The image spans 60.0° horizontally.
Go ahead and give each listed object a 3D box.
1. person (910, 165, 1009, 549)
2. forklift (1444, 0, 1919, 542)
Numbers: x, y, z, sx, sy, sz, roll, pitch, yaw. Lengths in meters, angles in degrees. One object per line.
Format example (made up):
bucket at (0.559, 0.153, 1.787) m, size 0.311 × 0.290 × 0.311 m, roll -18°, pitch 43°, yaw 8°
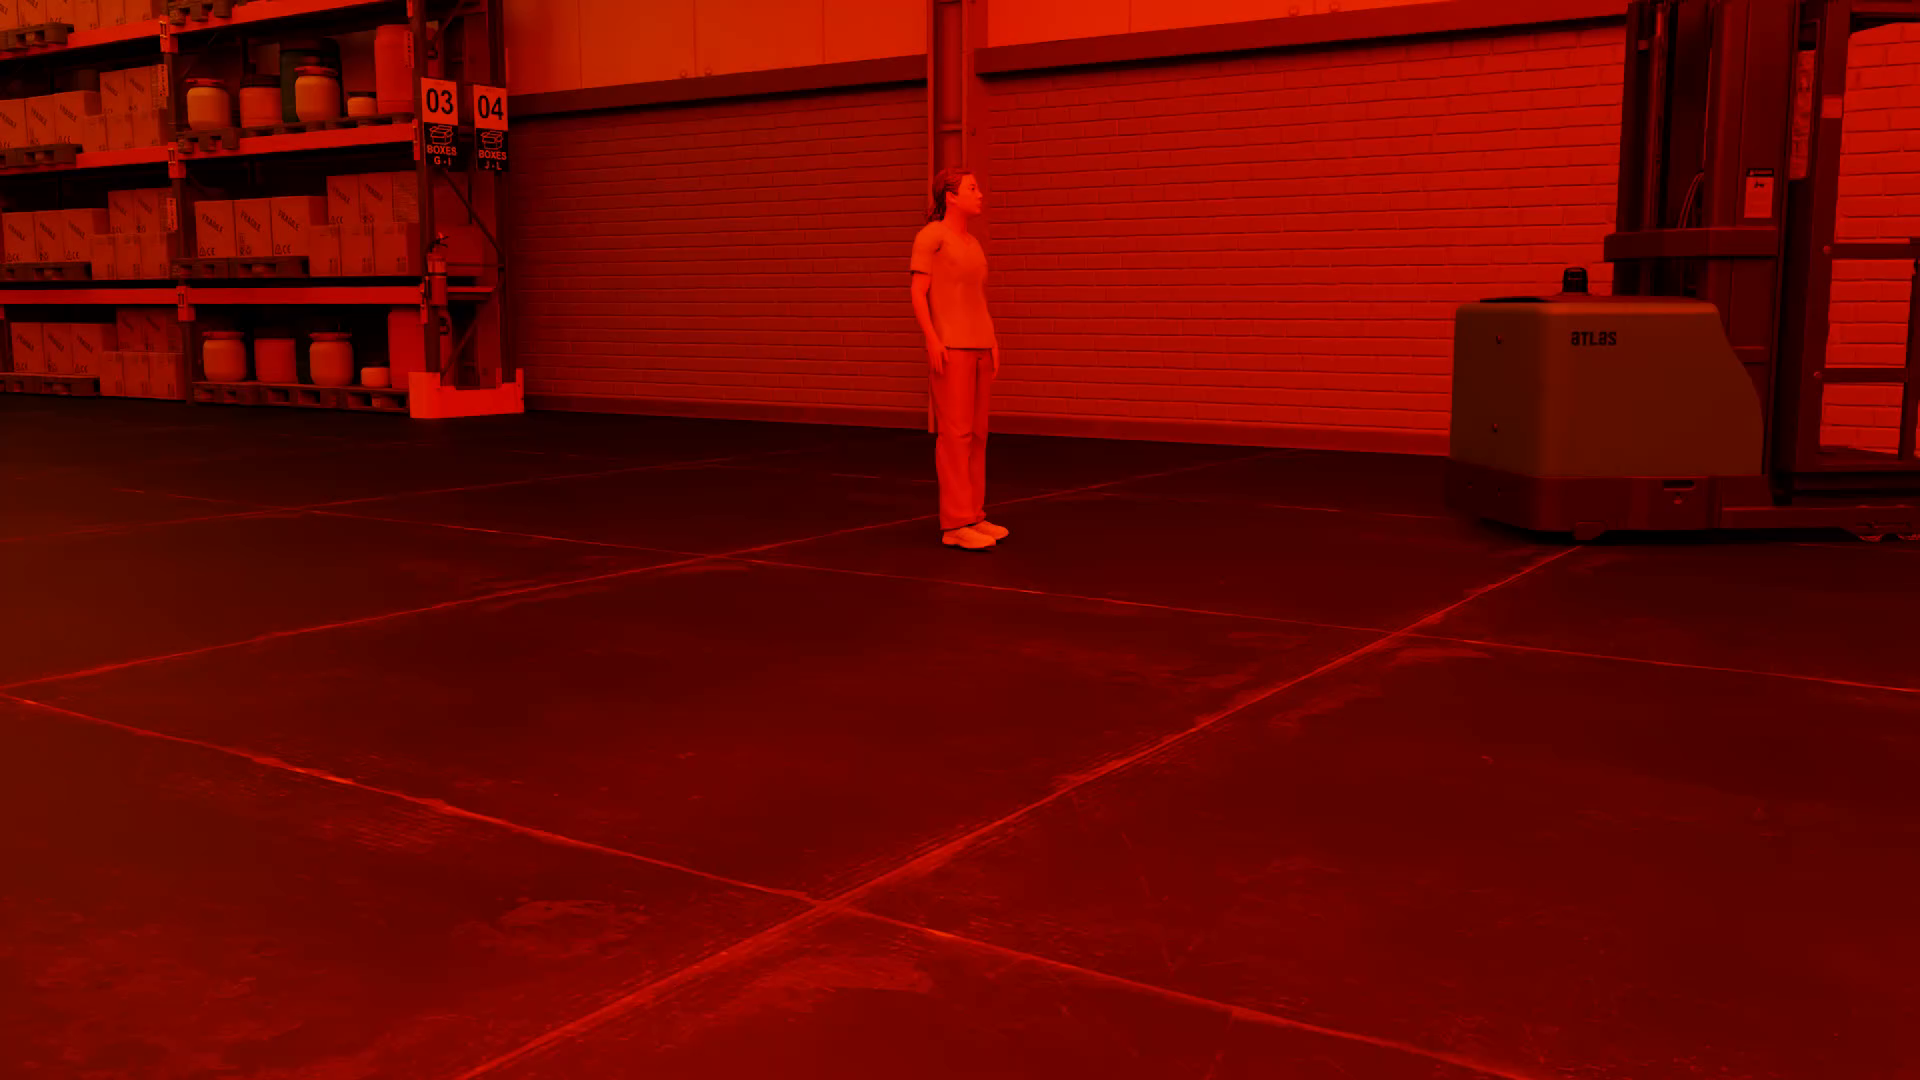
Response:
person at (0.055, -0.830, 7.434) m, size 0.548 × 1.674 × 0.552 m, roll 5°, pitch 10°, yaw 34°
forklift at (3.971, -1.516, 7.854) m, size 3.031 × 2.935 × 1.130 m, roll -1°, pitch 8°, yaw -8°
